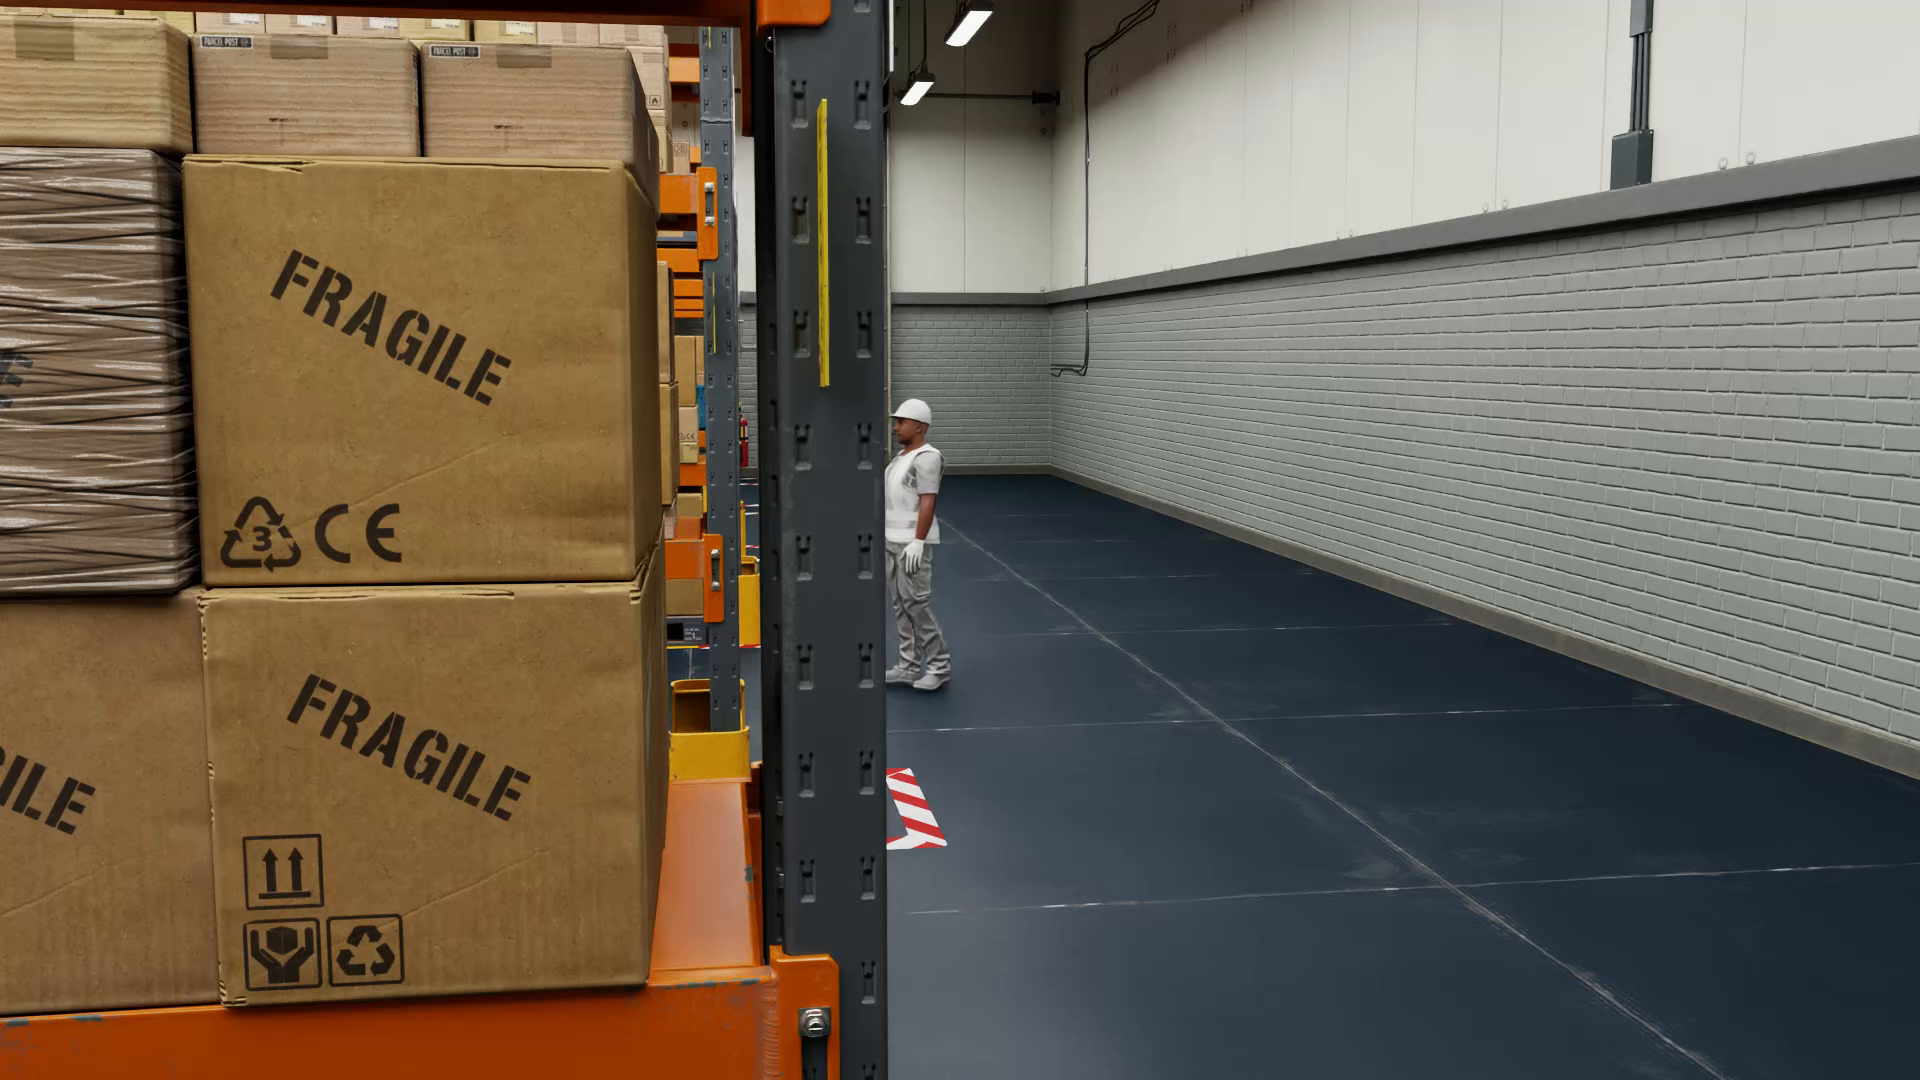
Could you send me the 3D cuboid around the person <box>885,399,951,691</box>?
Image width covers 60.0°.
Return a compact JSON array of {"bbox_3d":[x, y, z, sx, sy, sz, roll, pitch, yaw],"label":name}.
[{"bbox_3d":[-0.307,0.025,10.294,0.462,1.790,0.596,-2,7,-19],"label":"person"}]
